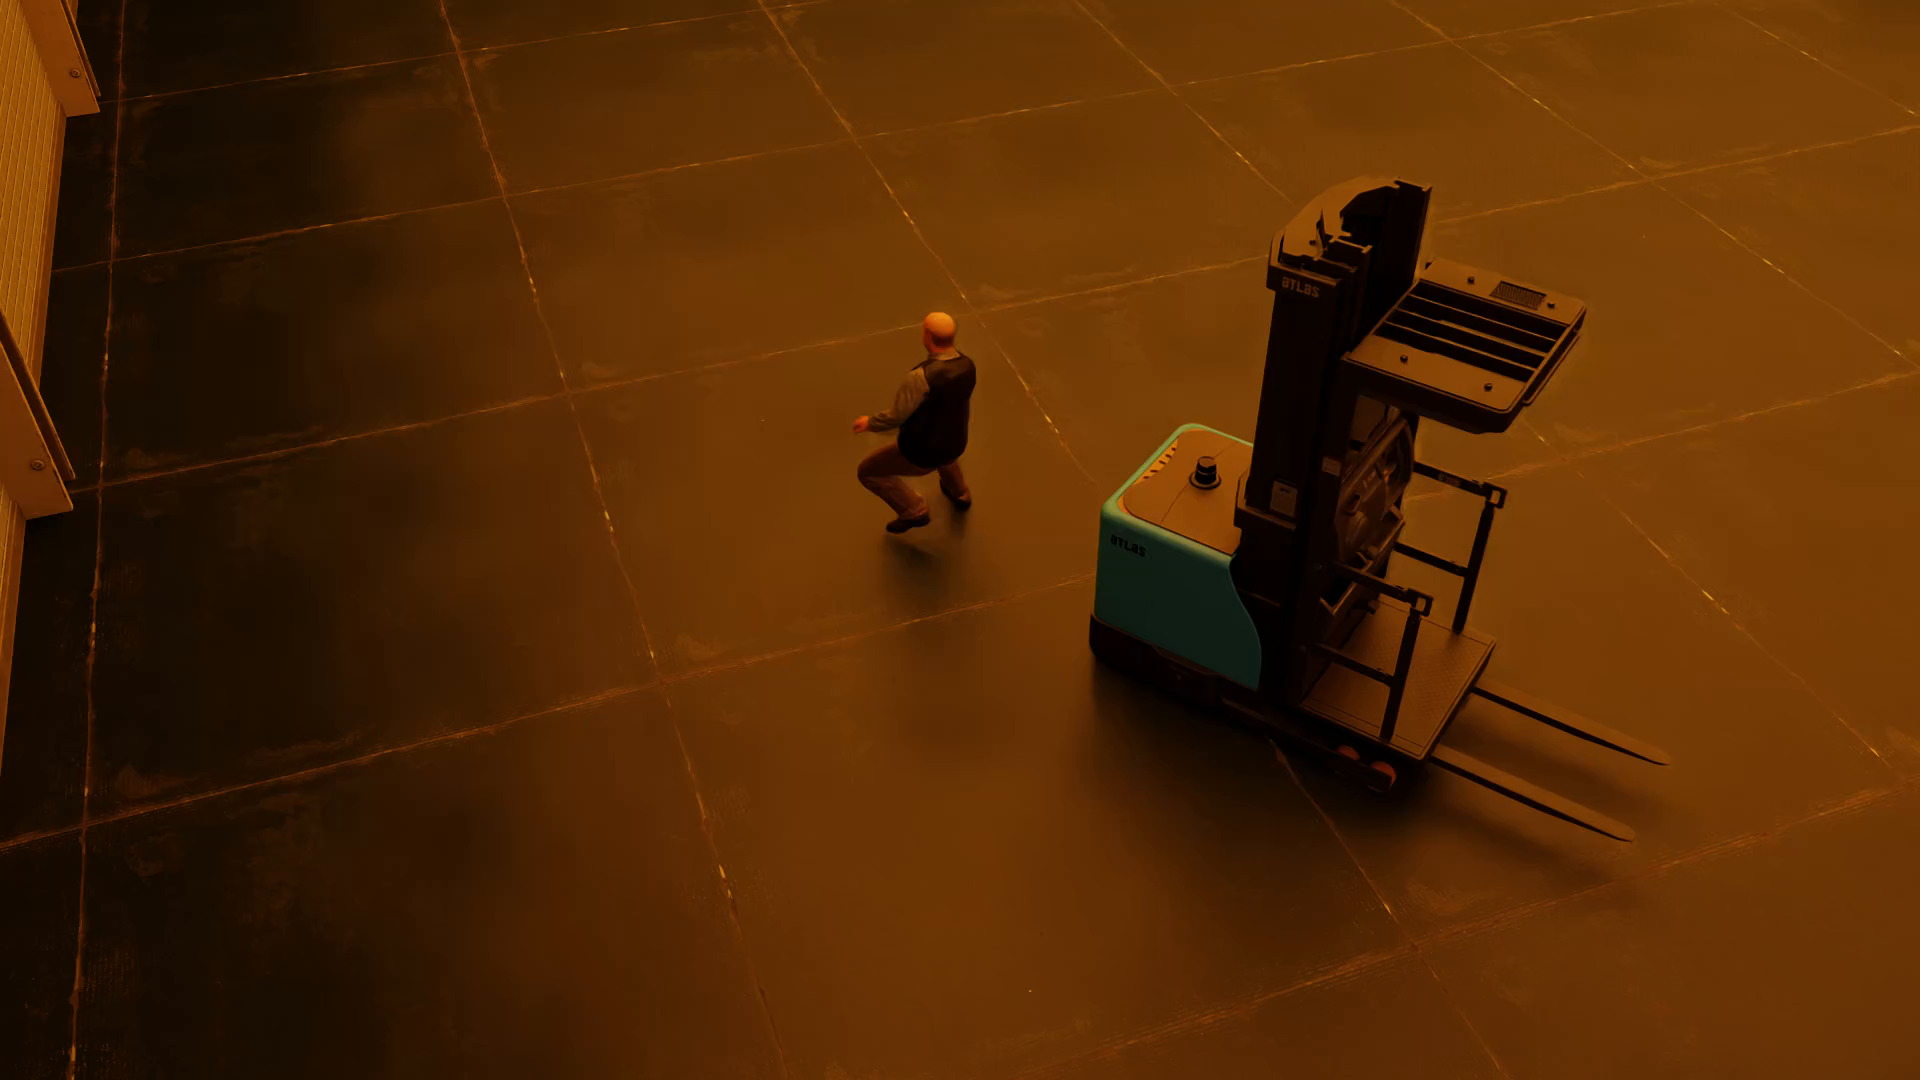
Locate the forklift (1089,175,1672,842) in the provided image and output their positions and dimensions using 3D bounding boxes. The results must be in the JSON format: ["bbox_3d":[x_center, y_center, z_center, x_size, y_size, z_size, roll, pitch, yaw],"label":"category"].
[{"bbox_3d":[2.239,-0.195,8.229,3.031,2.935,1.130,24,45,26],"label":"forklift"}]

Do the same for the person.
[{"bbox_3d":[-0.226,-0.693,9.888,0.847,1.564,0.714,-32,50,-32],"label":"person"}]
